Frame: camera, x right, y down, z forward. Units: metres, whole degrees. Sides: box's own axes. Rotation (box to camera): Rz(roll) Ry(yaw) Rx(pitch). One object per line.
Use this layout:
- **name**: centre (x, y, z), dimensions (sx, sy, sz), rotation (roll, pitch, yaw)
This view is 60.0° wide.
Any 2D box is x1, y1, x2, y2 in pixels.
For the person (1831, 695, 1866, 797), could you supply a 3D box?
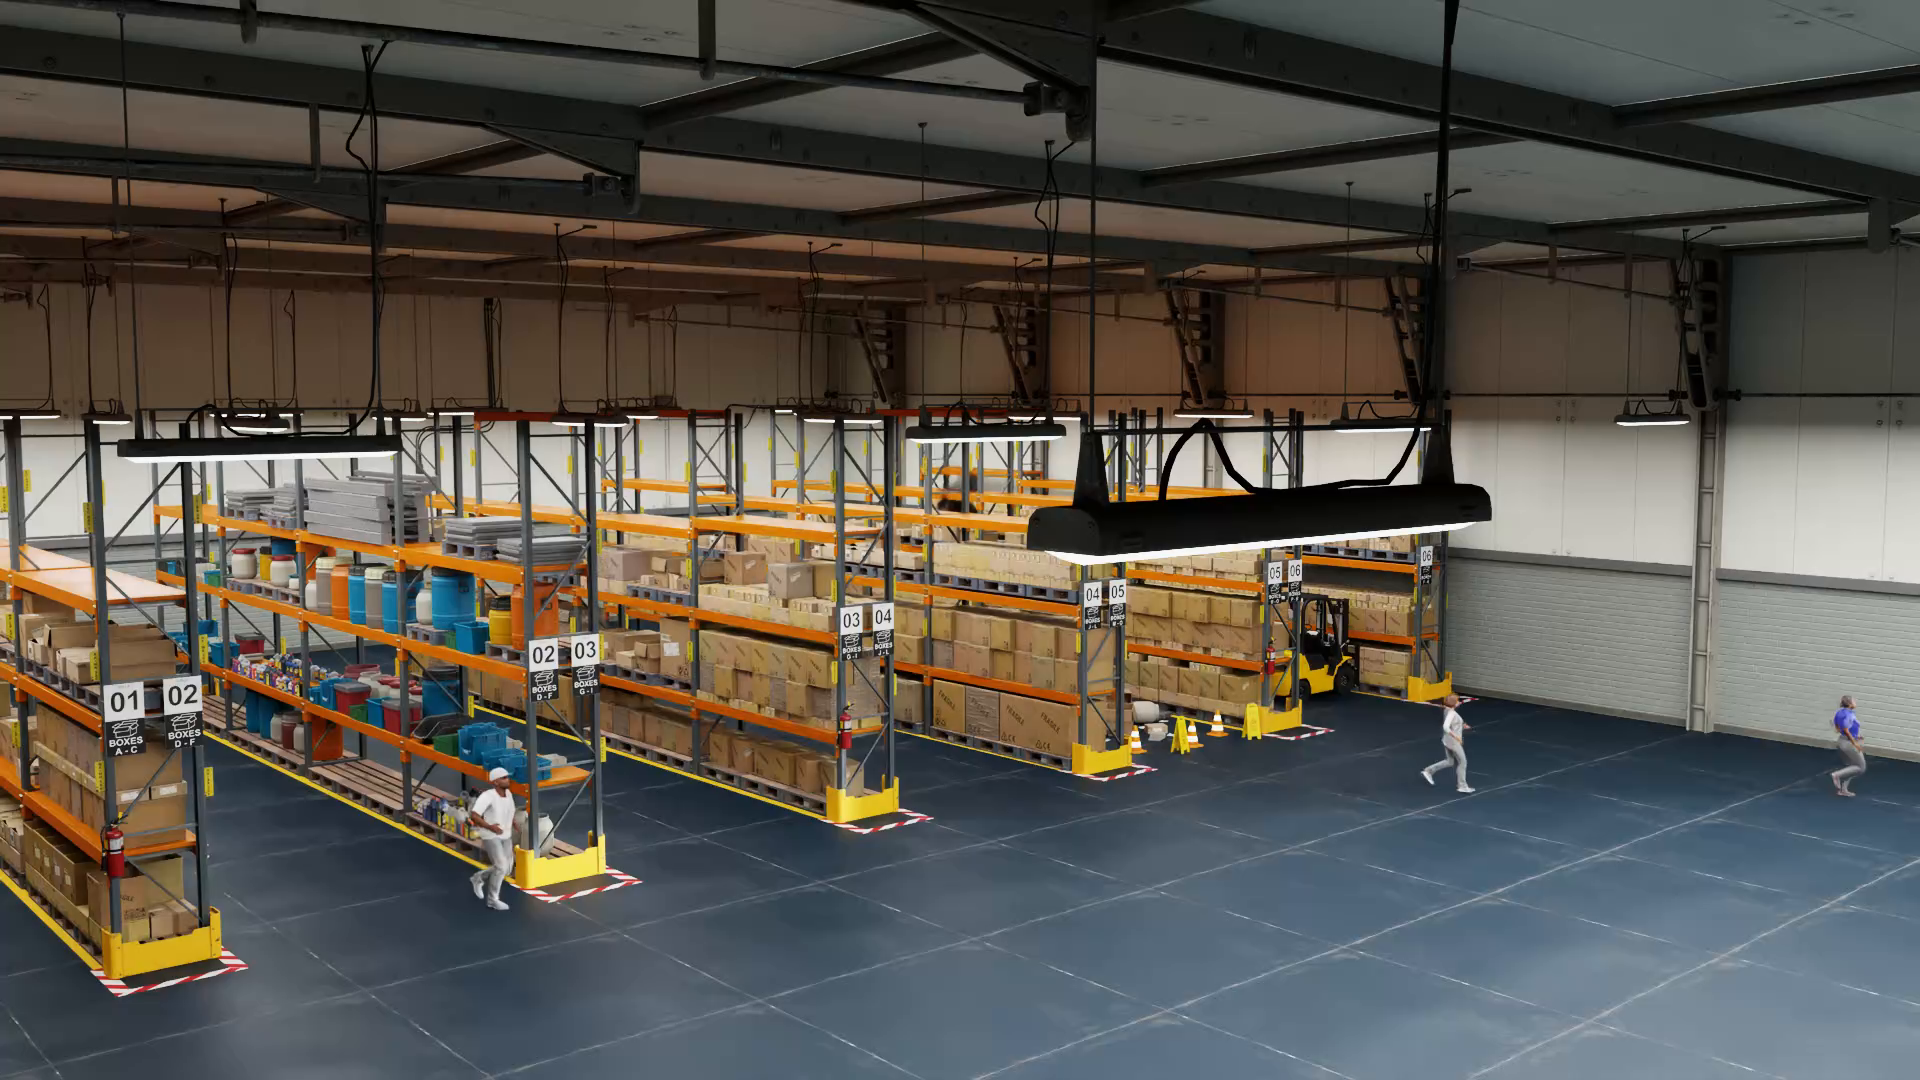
- **person**: centre (13.965, 3.244, 26.152), dimensions (0.559, 1.600, 0.575), rotation (0, 5, 3)

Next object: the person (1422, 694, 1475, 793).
- **person**: centre (7.779, 3.224, 26.390), dimensions (0.823, 1.568, 0.547), rotation (0, 5, 3)

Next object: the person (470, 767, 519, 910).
- **person**: centre (-5.784, 3.674, 20.648), dimensions (0.640, 1.713, 0.736), rotation (2, 5, 24)
